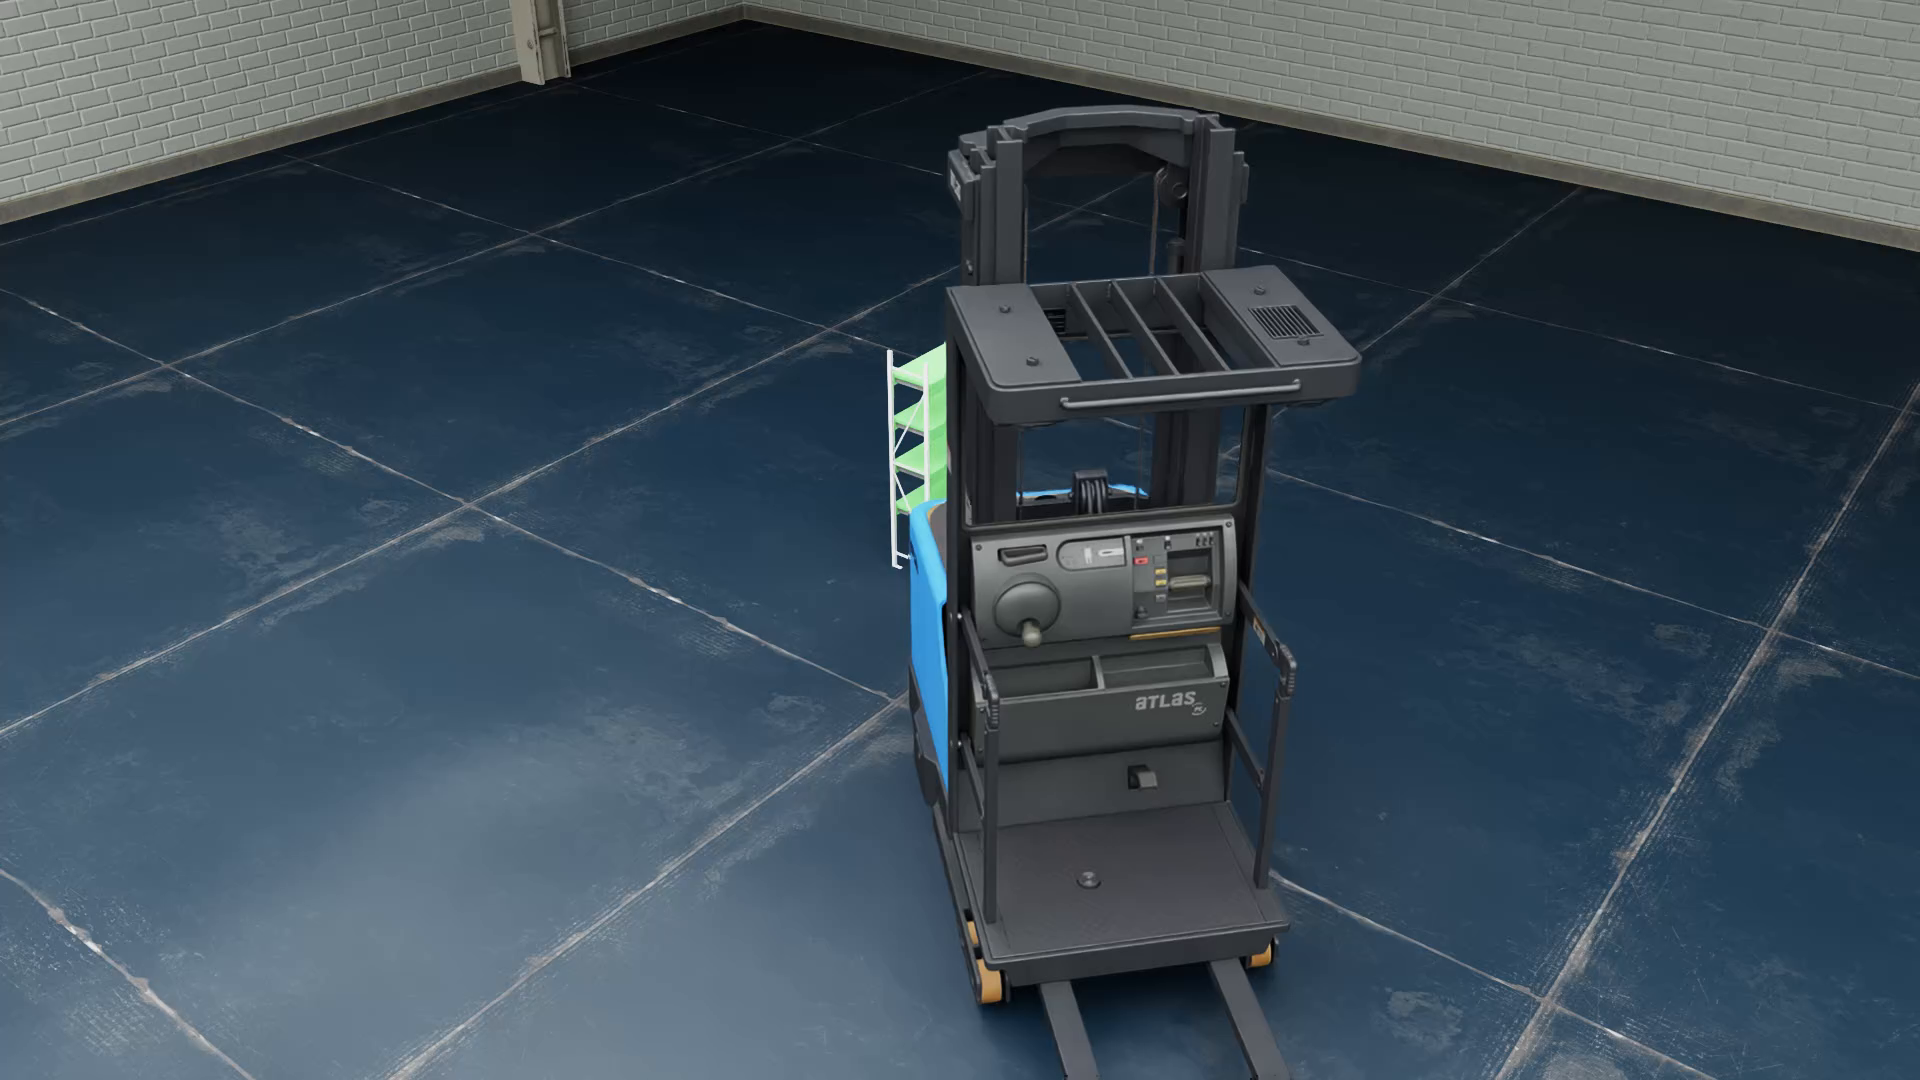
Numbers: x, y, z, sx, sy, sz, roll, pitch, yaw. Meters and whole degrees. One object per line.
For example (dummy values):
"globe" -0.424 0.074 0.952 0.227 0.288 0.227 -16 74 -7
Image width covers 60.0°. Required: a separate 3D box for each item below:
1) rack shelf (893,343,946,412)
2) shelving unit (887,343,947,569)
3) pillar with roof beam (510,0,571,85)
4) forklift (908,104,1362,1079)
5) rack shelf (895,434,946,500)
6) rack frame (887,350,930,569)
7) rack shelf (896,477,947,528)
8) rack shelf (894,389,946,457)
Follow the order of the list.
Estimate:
"rack shelf" -0.100 -0.807 8.118 0.258 0.148 0.480 21 37 31
"shelving unit" -0.100 -0.449 8.331 0.258 1.200 0.503 21 37 31
"pillar with roof beam" -0.668 -7.121 11.940 9.100 9.000 0.400 21 37 31
"forklift" 0.541 0.194 5.547 1.130 2.935 3.031 -5 31 -9
"rack shelf" -0.100 -0.394 8.363 0.258 0.148 0.480 21 37 31
"rack frame" -0.247 -0.350 8.163 0.240 1.200 0.015 21 37 31
"rack shelf" -0.100 -0.187 8.486 0.258 0.148 0.480 21 37 31
"rack shelf" -0.100 -0.600 8.241 0.258 0.148 0.480 21 37 31
